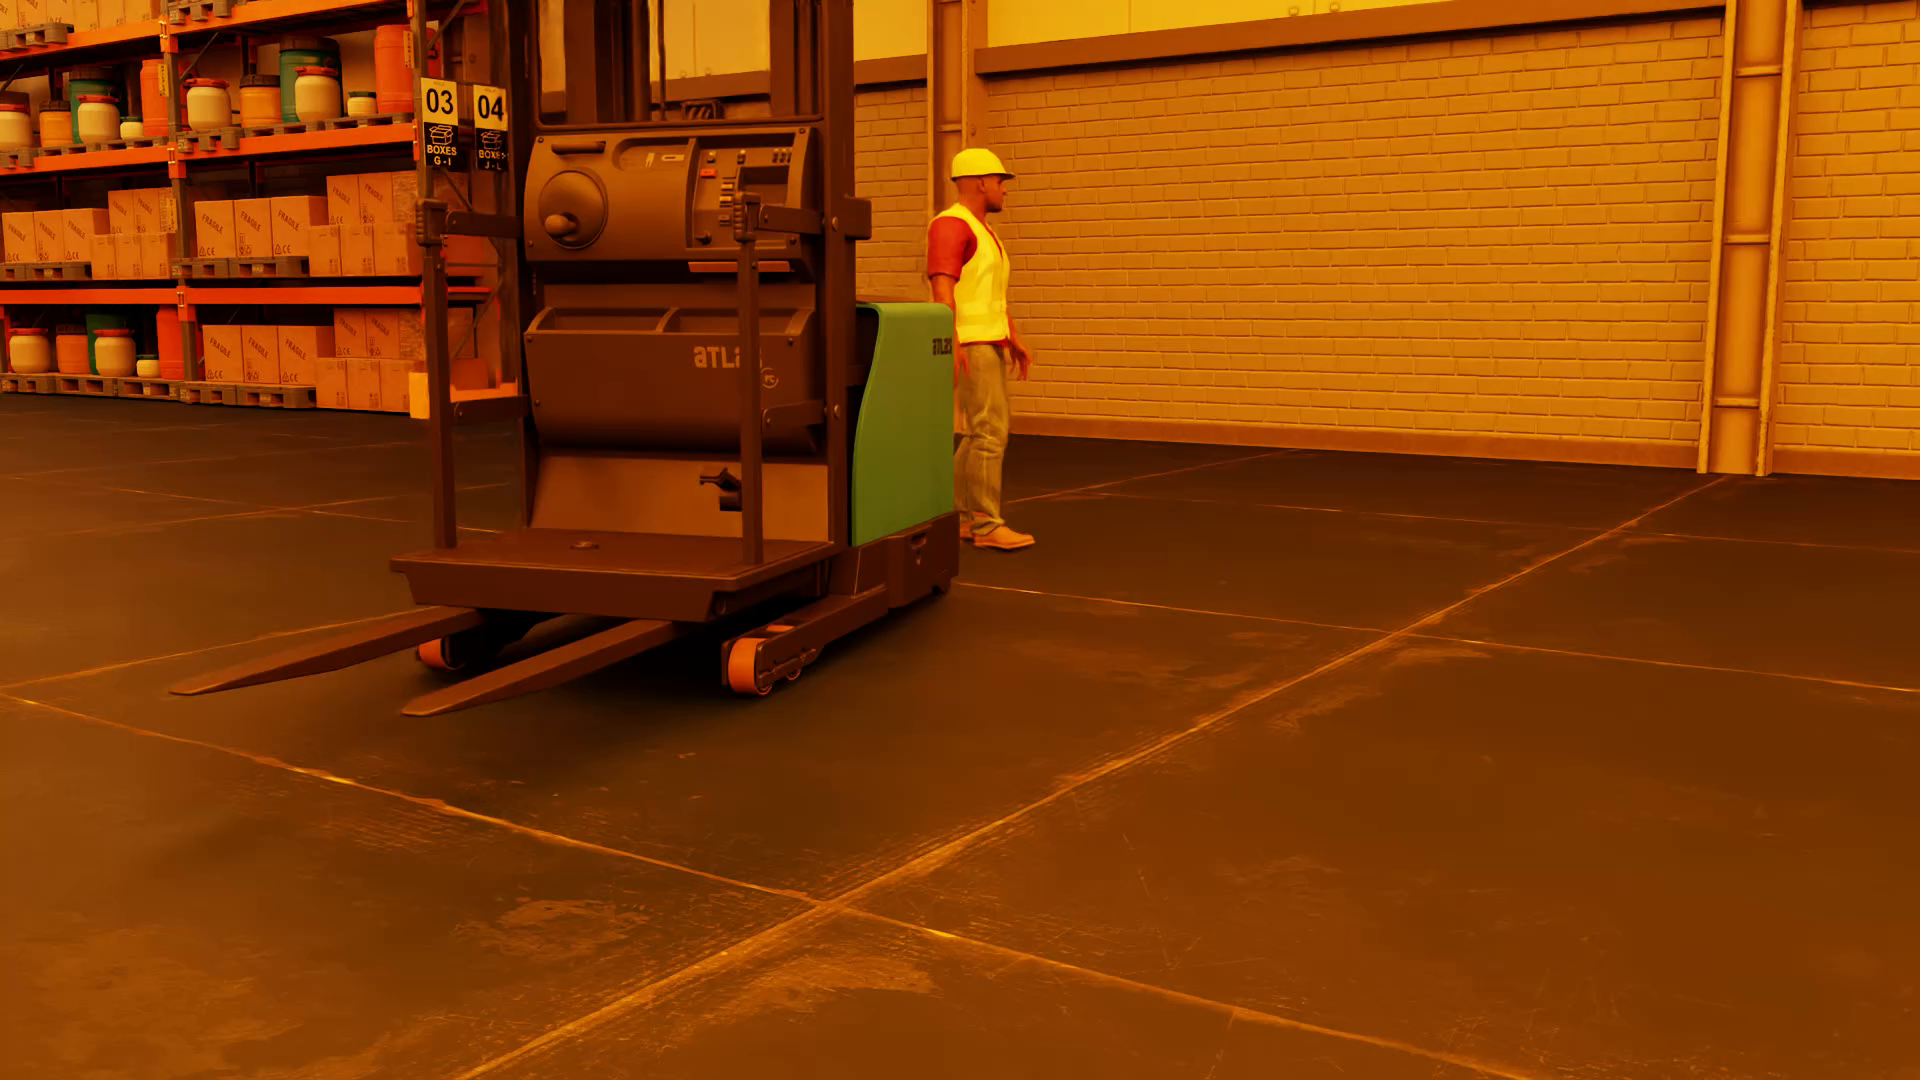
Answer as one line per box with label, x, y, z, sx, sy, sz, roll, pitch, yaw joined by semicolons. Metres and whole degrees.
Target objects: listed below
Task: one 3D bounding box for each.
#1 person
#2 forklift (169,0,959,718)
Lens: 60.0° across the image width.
person;0.137;-0.859;7.456;0.525;1.761;0.718;2;8;13
forklift;-0.954;-1.084;4.812;1.130;2.935;3.031;3;9;18
